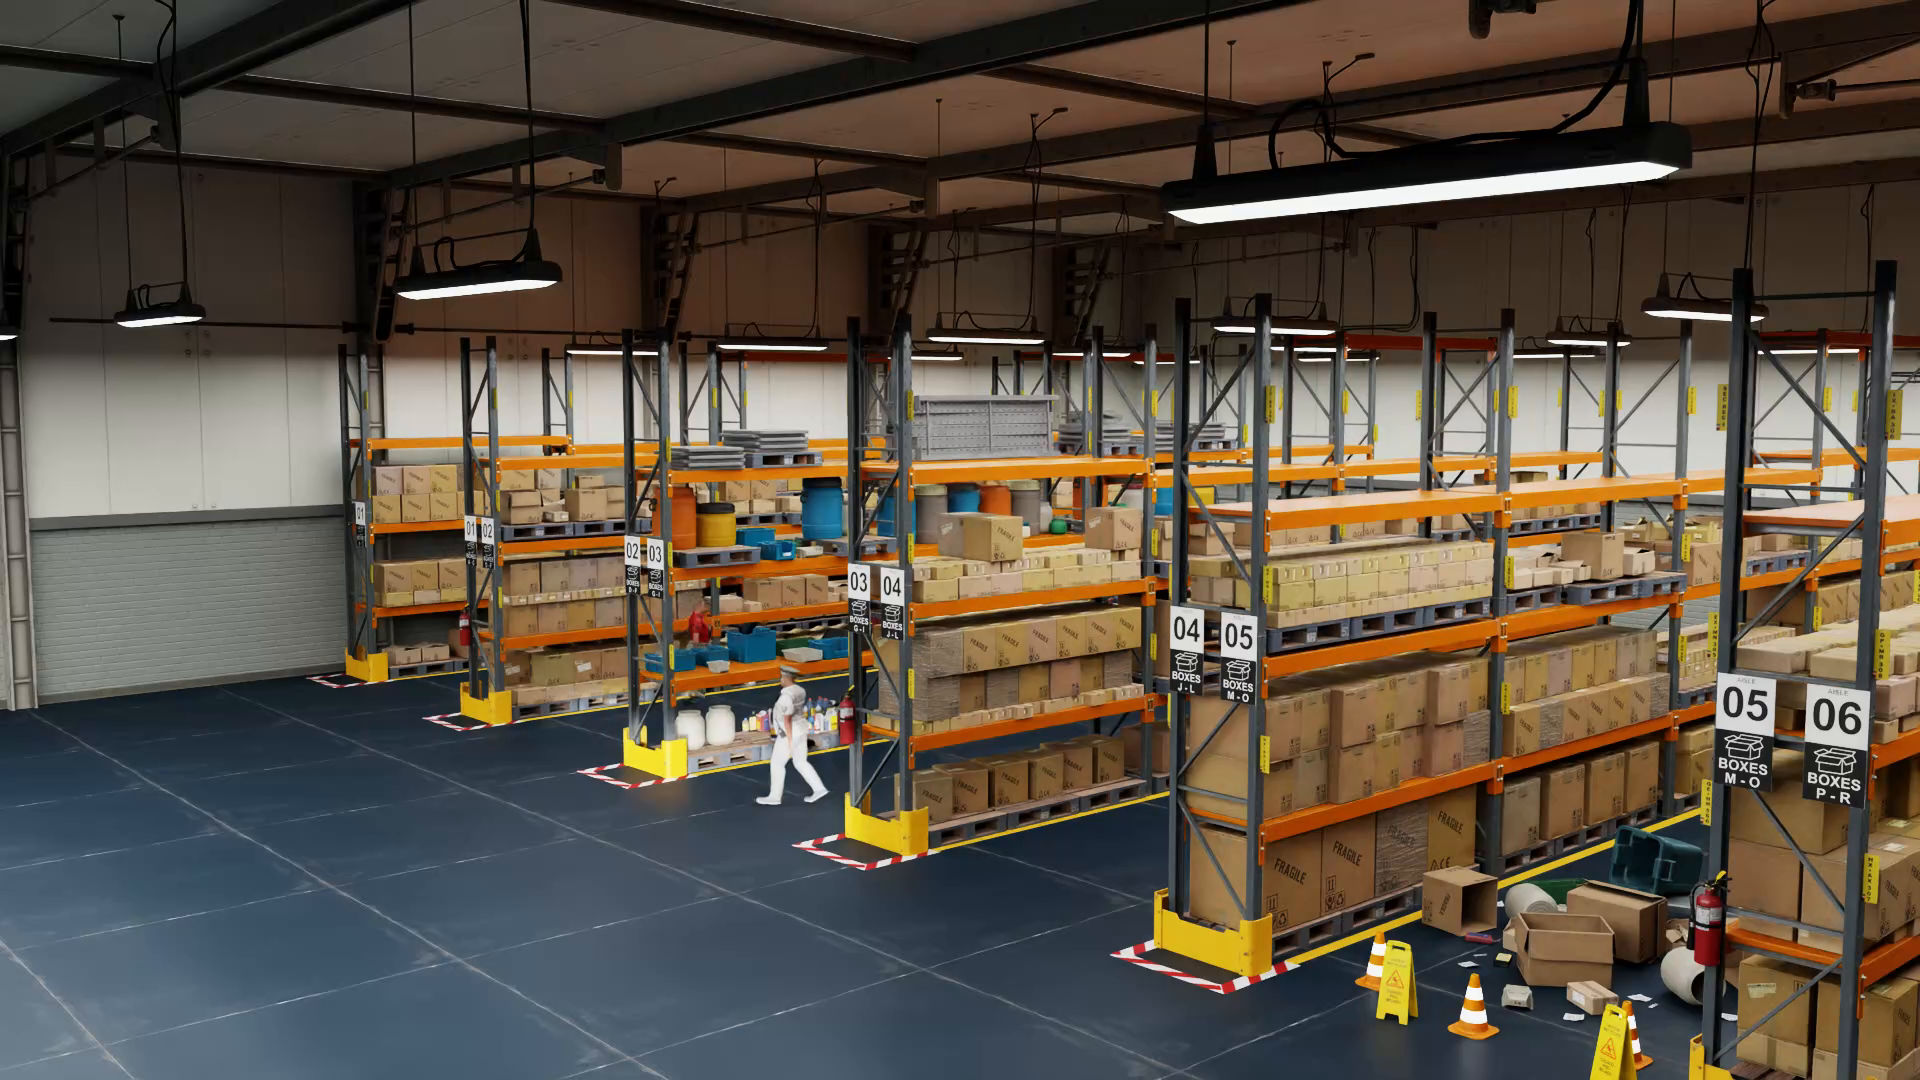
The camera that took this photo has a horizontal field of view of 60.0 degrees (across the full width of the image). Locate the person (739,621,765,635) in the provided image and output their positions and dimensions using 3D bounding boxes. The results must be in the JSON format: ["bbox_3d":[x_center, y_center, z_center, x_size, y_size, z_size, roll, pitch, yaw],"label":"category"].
[{"bbox_3d":[-4.054,1.535,31.944,0.986,1.516,0.401,-4,7,-41],"label":"person"}]

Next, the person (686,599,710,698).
[{"bbox_3d":[-4.283,1.759,27.151,0.581,1.570,0.598,-3,6,-33],"label":"person"}]

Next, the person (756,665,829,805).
[{"bbox_3d":[-2.099,2.433,20.760,0.837,1.734,0.522,2,6,23],"label":"person"}]
